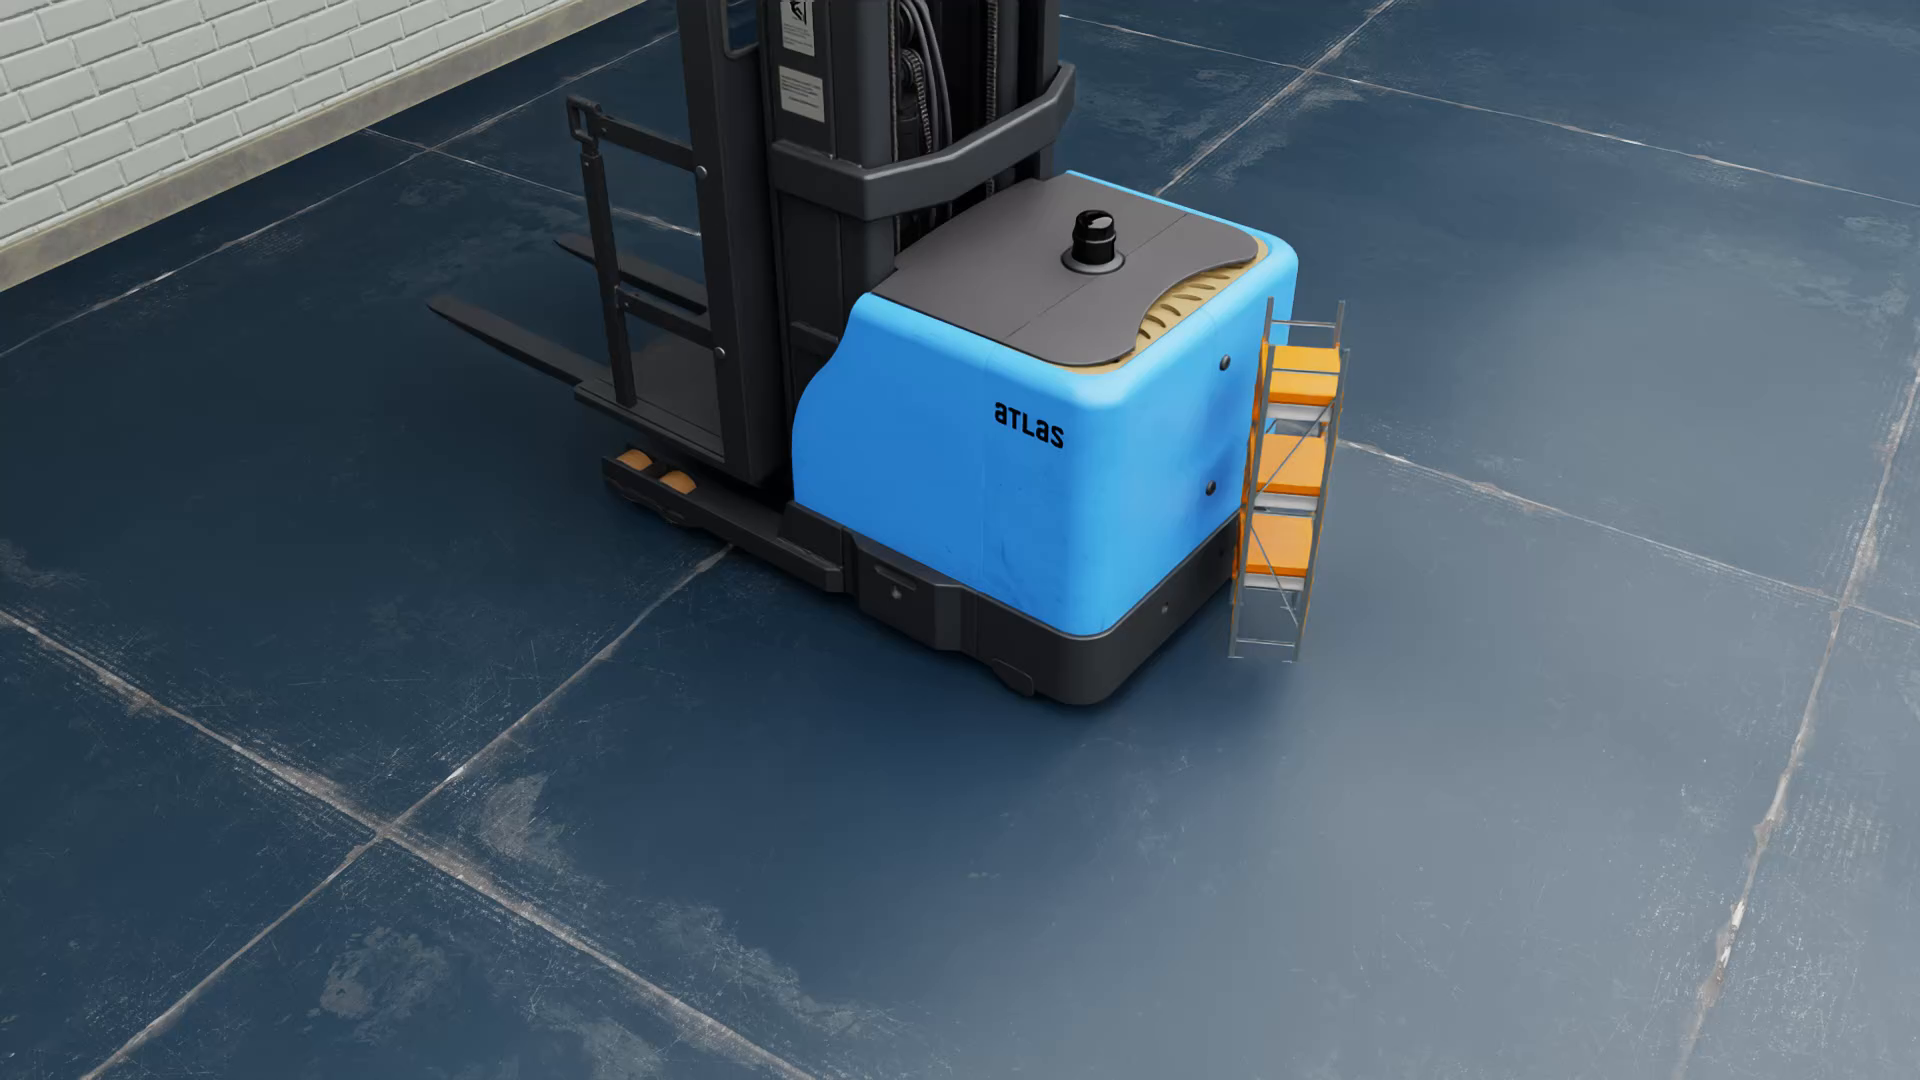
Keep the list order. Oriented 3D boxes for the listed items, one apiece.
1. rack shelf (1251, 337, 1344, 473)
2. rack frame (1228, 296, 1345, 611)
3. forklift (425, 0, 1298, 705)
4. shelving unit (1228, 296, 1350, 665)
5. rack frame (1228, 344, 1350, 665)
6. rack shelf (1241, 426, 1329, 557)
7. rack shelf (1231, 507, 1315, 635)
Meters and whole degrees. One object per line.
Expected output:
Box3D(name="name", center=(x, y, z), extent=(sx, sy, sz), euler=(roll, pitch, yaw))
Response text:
Box3D(name="rack shelf", center=(0.890, -0.356, 4.405), extent=(0.215, 0.259, 0.240), euler=(5, 38, 6))
Box3D(name="rack frame", center=(0.906, -0.214, 4.668), extent=(0.200, 1.050, 0.008), euler=(5, 38, 6))
Box3D(name="forklift", center=(-0.532, -1.443, 4.722), extent=(3.031, 2.935, 1.130), euler=(25, 44, 29))
Box3D(name="shelving unit", center=(0.890, -0.140, 4.572), extent=(0.215, 1.050, 0.252), euler=(5, 38, 6))
Box3D(name="rack frame", center=(0.873, -0.066, 4.476), extent=(0.200, 1.050, 0.008), euler=(5, 38, 6))
Box3D(name="rack shelf", center=(0.890, -0.132, 4.578), extent=(0.215, 0.259, 0.240), euler=(5, 38, 6))
Box3D(name="rack shelf", center=(0.890, 0.088, 4.748), extent=(0.215, 0.259, 0.240), euler=(5, 38, 6))
